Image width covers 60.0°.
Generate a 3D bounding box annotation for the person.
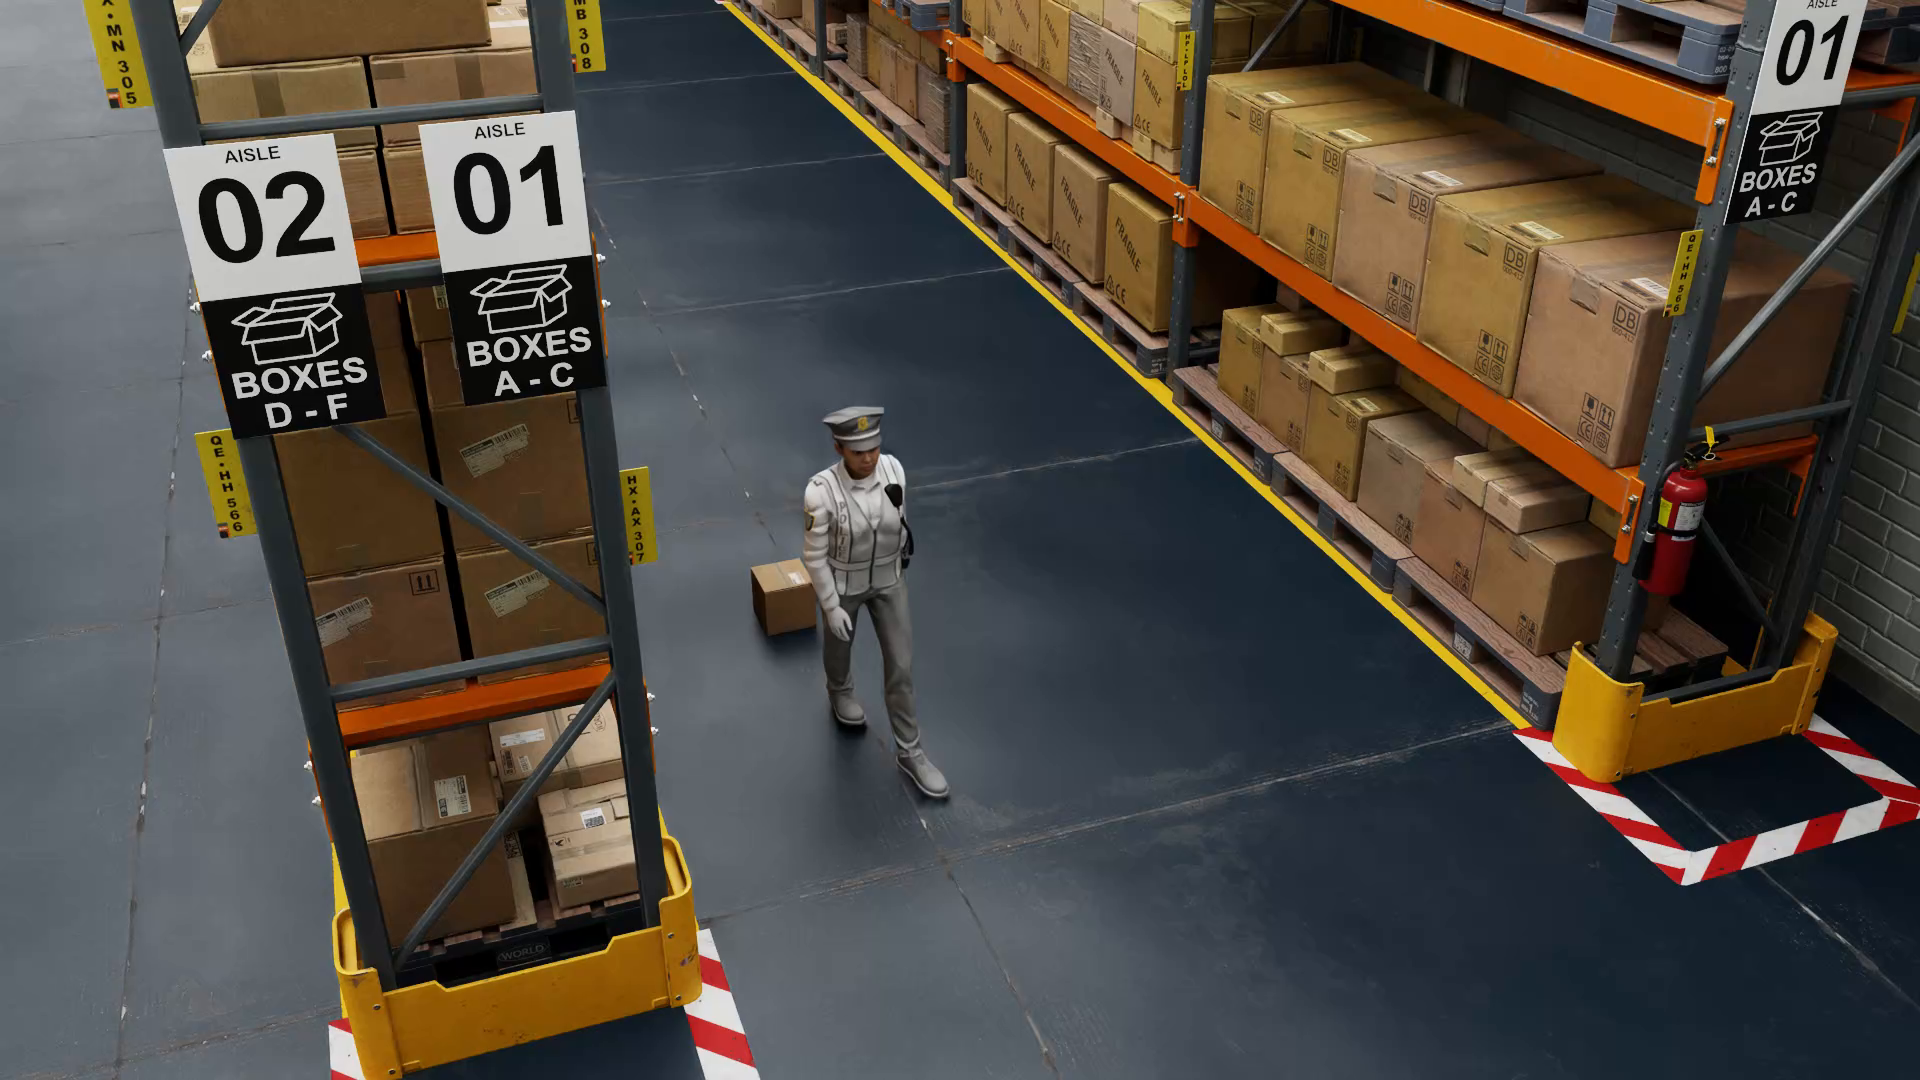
[{"bbox_3d":[-0.396,0.193,6.774,0.490,1.656,0.846,-11,32,-19],"label":"person"}]
